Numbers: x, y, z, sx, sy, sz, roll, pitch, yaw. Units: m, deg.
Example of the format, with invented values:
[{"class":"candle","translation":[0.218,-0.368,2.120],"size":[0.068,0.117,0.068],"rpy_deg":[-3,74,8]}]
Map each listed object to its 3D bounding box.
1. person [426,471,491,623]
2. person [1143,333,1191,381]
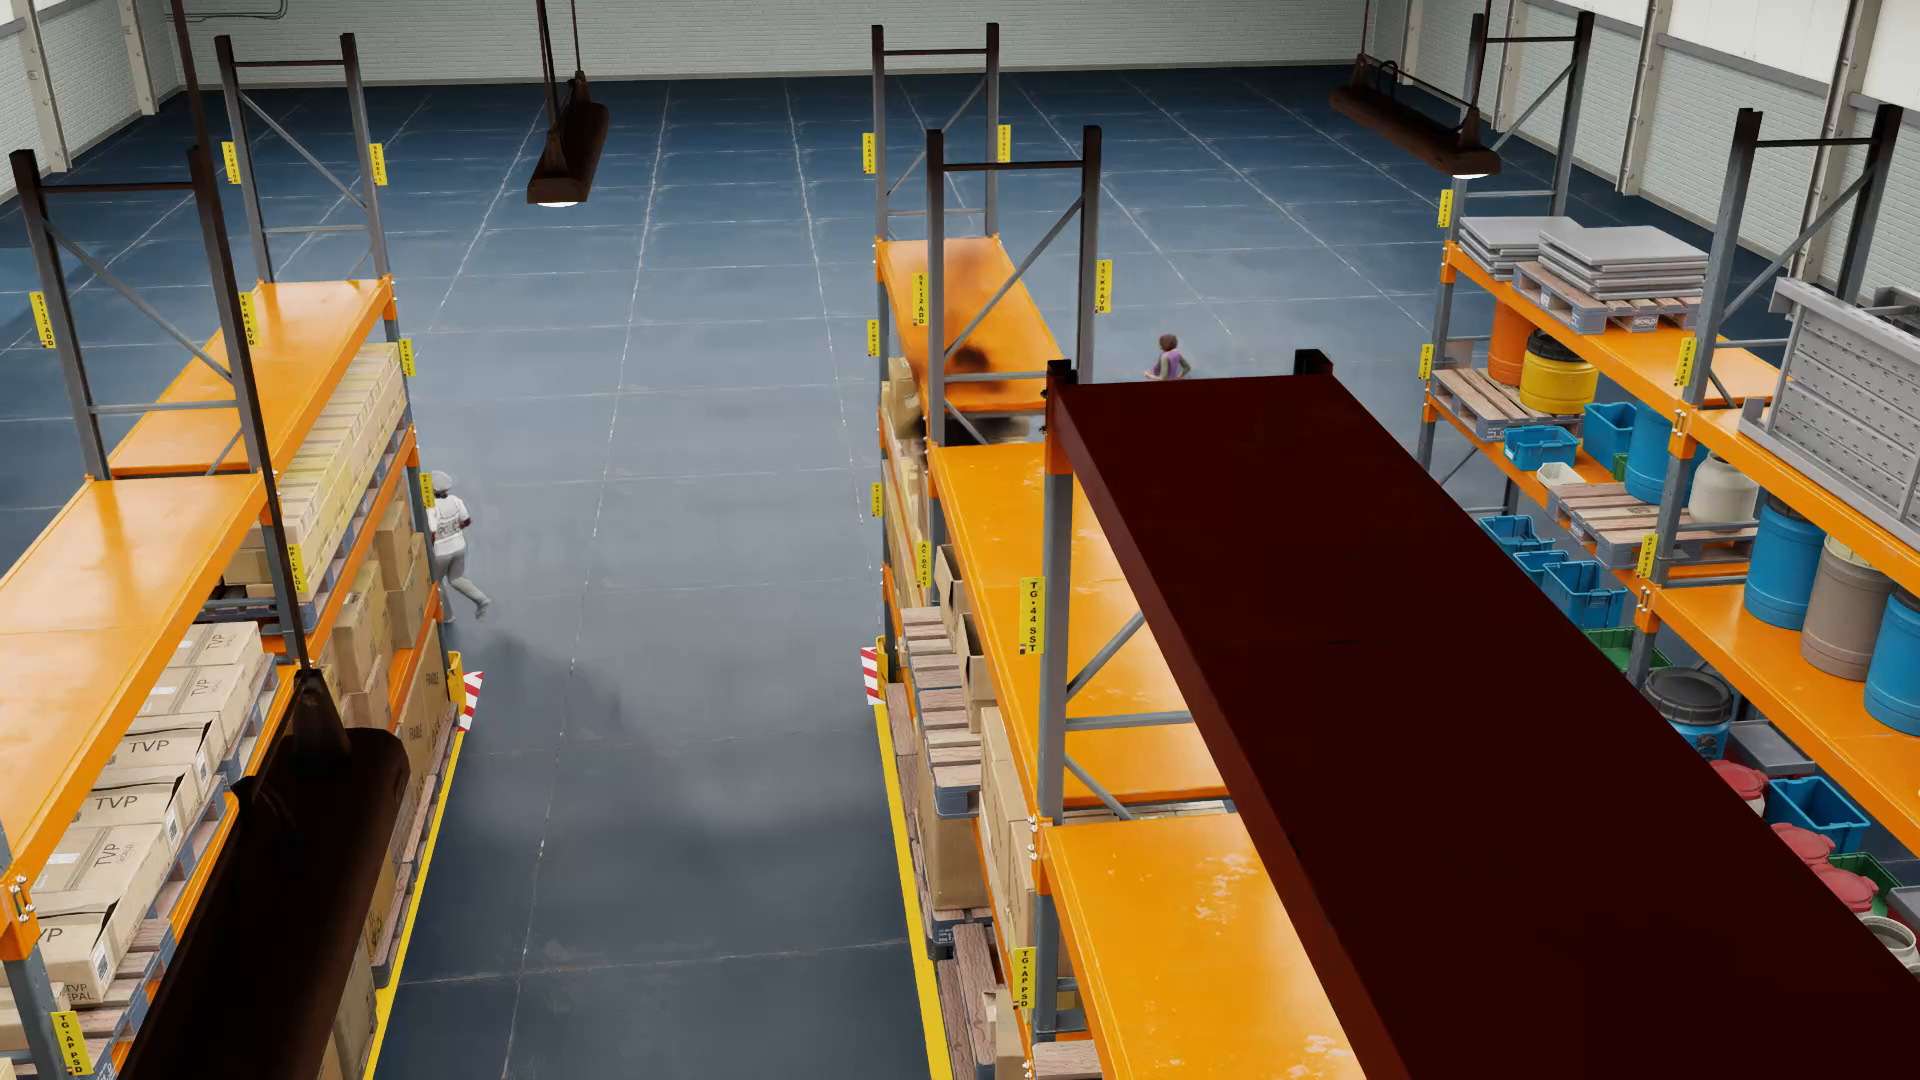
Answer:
[{"class":"person","translation":[-5.021,0.126,16.334],"size":[0.781,1.698,0.583],"rpy_deg":[17,30,32]},{"class":"person","translation":[2.551,-1.728,20.292],"size":[0.817,1.599,0.523],"rpy_deg":[9,27,19]}]
